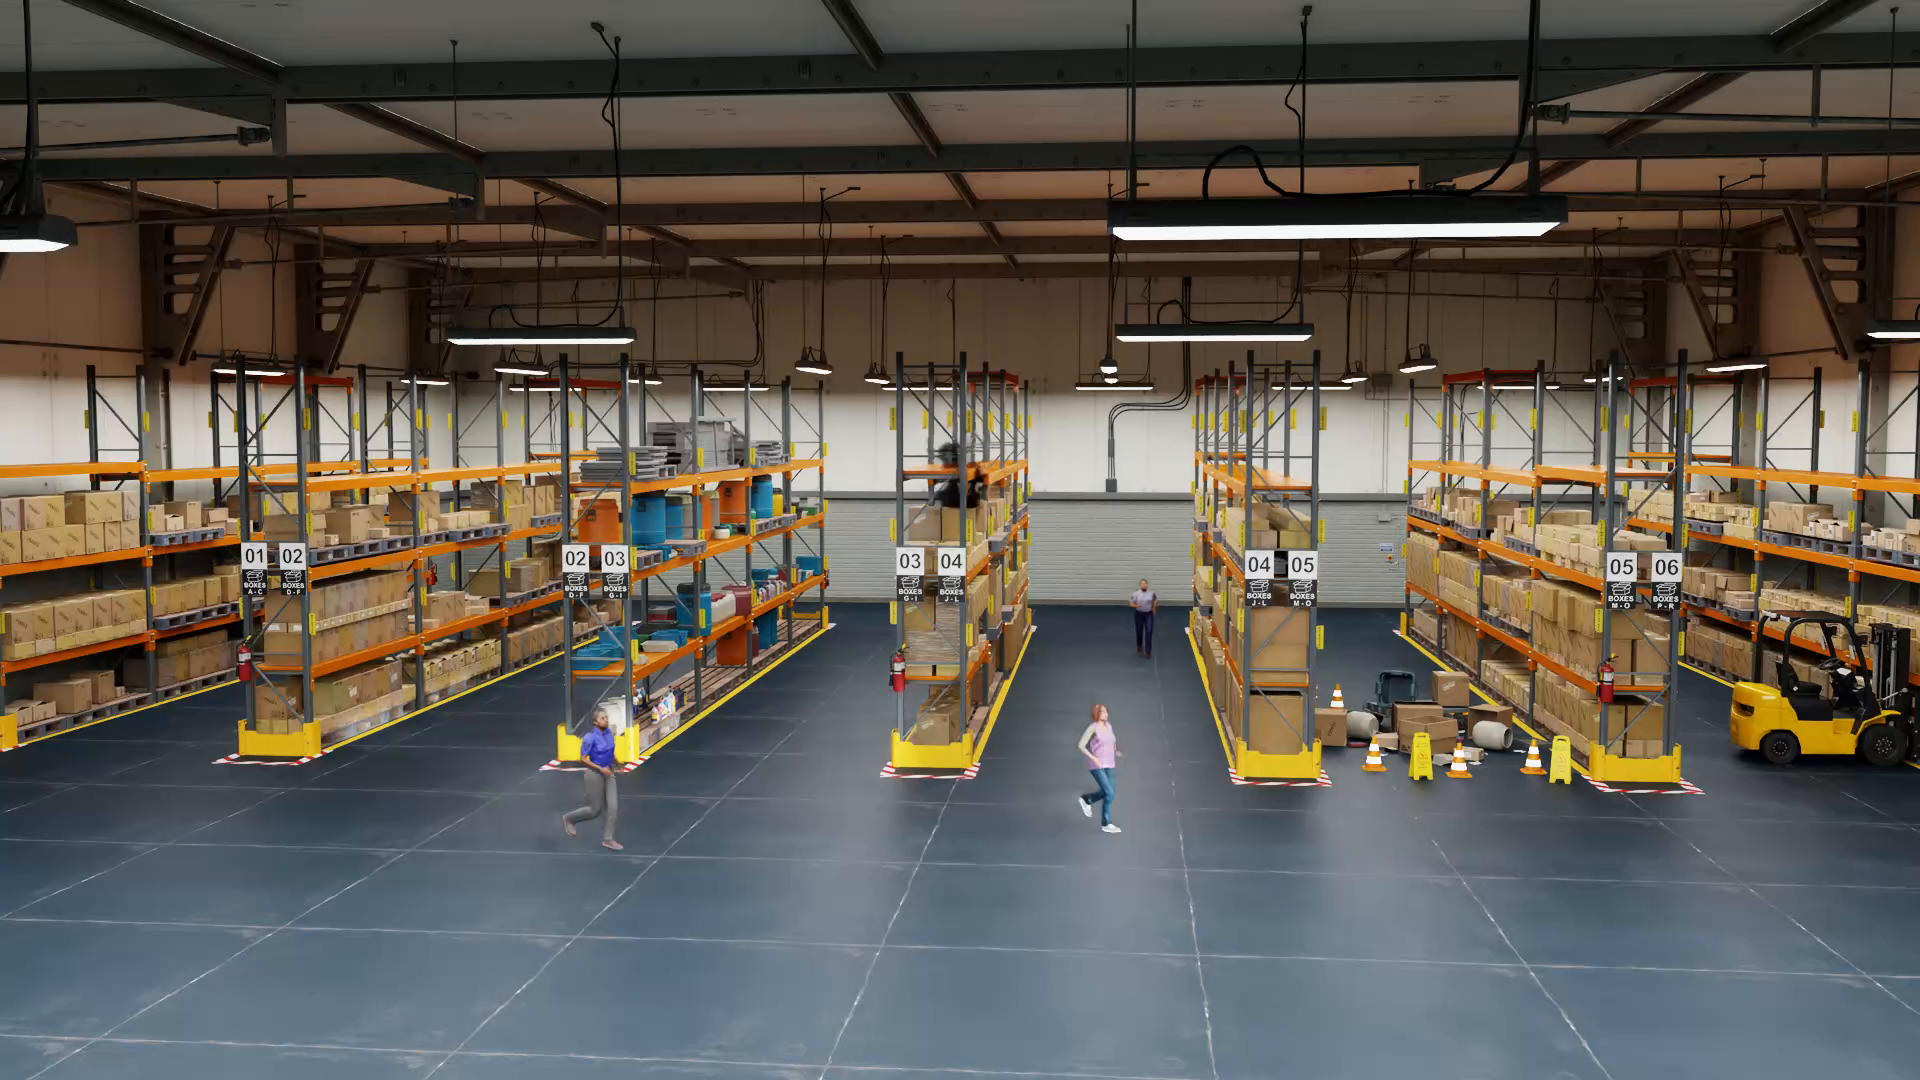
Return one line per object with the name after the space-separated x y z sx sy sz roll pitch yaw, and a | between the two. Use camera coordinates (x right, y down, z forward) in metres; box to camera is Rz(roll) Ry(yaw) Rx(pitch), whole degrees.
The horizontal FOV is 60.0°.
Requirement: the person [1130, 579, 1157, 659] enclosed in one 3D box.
3.904 1.654 35.338 0.604 1.655 0.923 0 4 1 | person

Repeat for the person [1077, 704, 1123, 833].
1.691 2.775 20.366 0.544 1.555 0.705 -4 6 -45 | person

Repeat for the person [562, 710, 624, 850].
-4.283 2.814 19.619 0.782 1.640 0.586 2 5 30 | person
